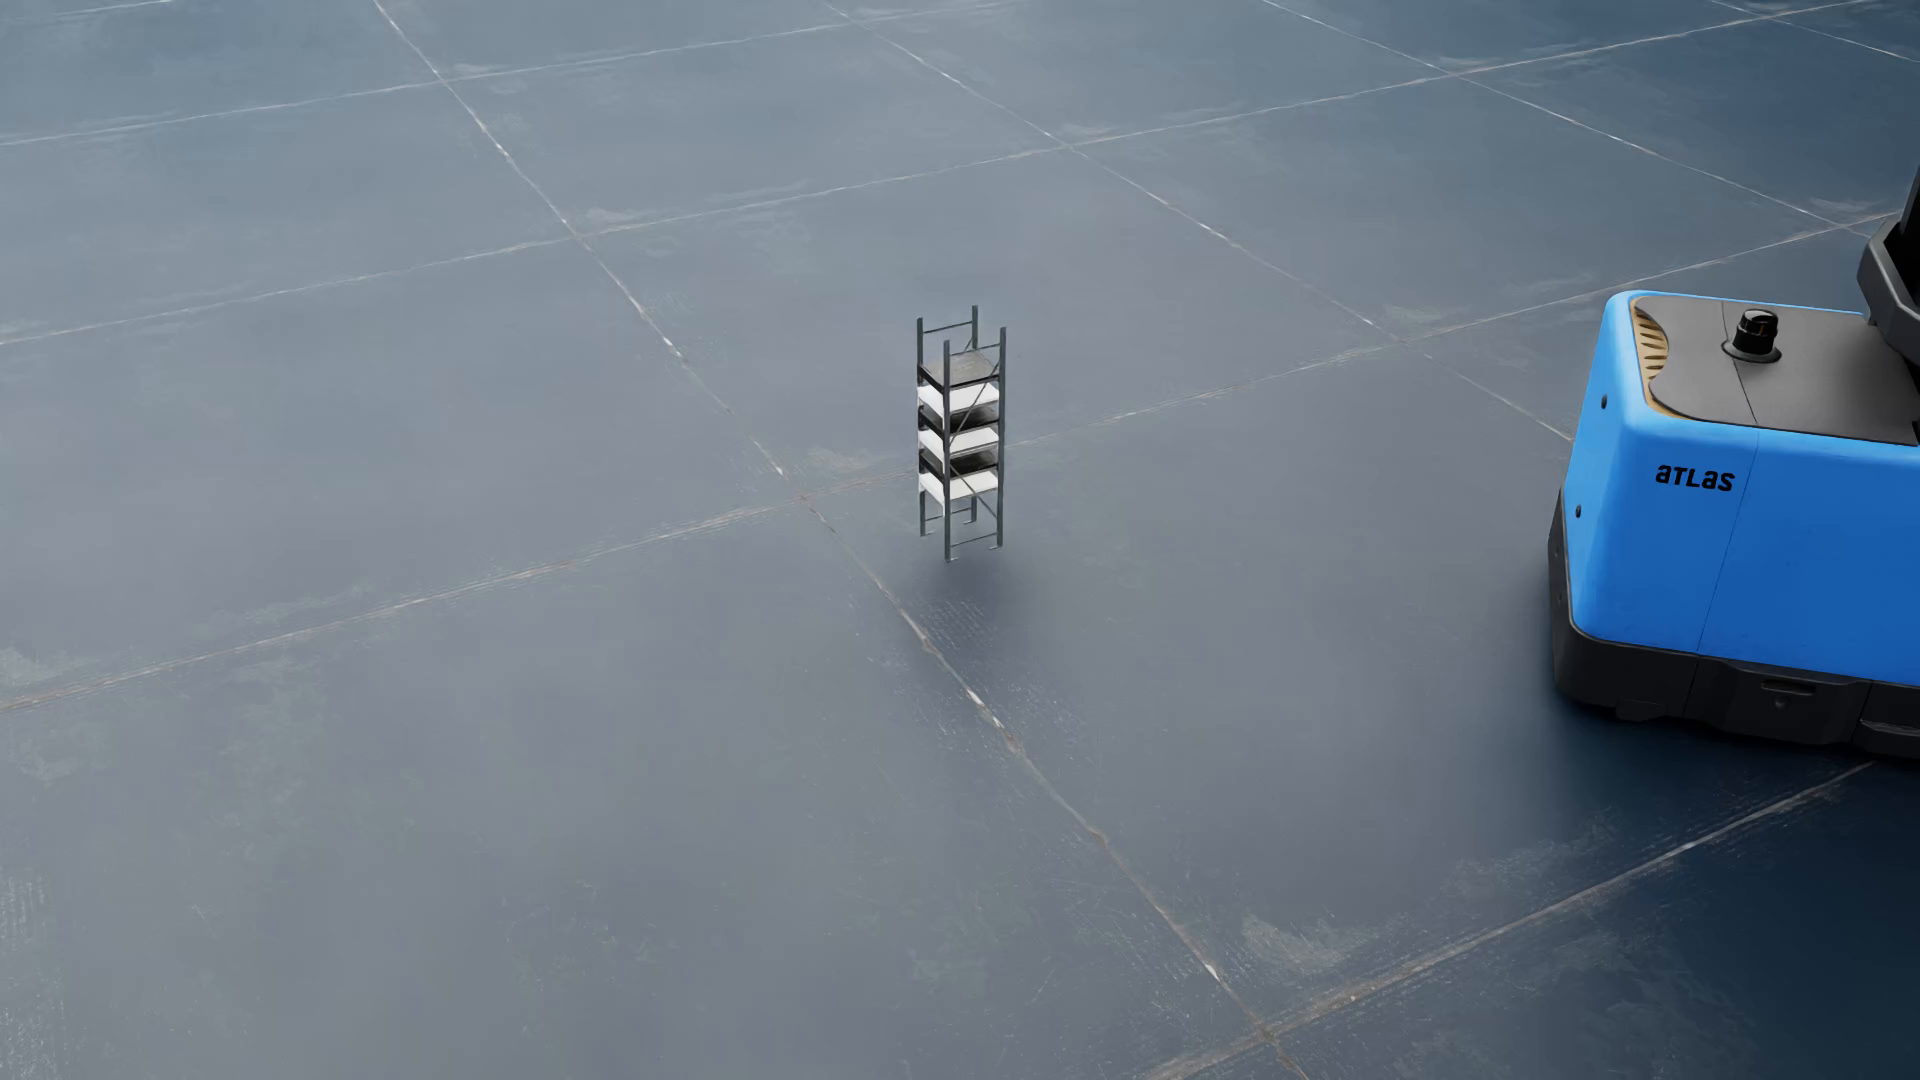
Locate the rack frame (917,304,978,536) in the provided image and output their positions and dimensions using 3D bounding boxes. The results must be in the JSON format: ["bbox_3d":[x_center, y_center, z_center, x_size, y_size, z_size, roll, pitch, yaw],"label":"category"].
[{"bbox_3d":[-0.044,-0.424,6.077,0.240,0.900,0.006,-16,36,-23],"label":"rack frame"}]

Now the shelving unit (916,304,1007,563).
[{"bbox_3d":[0.004,-0.375,6.001,0.258,0.900,0.210,-16,36,-23],"label":"shelving unit"}]

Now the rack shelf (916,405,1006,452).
[{"bbox_3d":[0.004,-0.423,5.971,0.258,0.077,0.200,-16,36,-23],"label":"rack shelf"}]

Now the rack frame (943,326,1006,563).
[{"bbox_3d":[0.051,-0.327,5.925,0.240,0.900,0.006,-16,36,-23],"label":"rack frame"}]

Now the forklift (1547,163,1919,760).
[{"bbox_3d":[3.507,-0.727,4.668,3.031,2.935,1.130,8,34,13],"label":"forklift"}]

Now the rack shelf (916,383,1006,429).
[{"bbox_3d":[0.004,-0.499,5.922,0.258,0.077,0.200,-16,36,-23],"label":"rack shelf"}]

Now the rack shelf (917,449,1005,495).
[{"bbox_3d":[0.004,-0.271,6.068,0.258,0.077,0.200,-16,36,-23],"label":"rack shelf"}]

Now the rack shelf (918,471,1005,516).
[{"bbox_3d":[0.004,-0.195,6.116,0.258,0.077,0.200,-16,36,-23],"label":"rack shelf"}]

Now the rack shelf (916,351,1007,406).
[{"bbox_3d":[0.004,-0.574,5.874,0.258,0.077,0.200,-16,36,-23],"label":"rack shelf"}]

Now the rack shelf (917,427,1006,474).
[{"bbox_3d":[0.004,-0.347,6.019,0.258,0.077,0.200,-16,36,-23],"label":"rack shelf"}]
